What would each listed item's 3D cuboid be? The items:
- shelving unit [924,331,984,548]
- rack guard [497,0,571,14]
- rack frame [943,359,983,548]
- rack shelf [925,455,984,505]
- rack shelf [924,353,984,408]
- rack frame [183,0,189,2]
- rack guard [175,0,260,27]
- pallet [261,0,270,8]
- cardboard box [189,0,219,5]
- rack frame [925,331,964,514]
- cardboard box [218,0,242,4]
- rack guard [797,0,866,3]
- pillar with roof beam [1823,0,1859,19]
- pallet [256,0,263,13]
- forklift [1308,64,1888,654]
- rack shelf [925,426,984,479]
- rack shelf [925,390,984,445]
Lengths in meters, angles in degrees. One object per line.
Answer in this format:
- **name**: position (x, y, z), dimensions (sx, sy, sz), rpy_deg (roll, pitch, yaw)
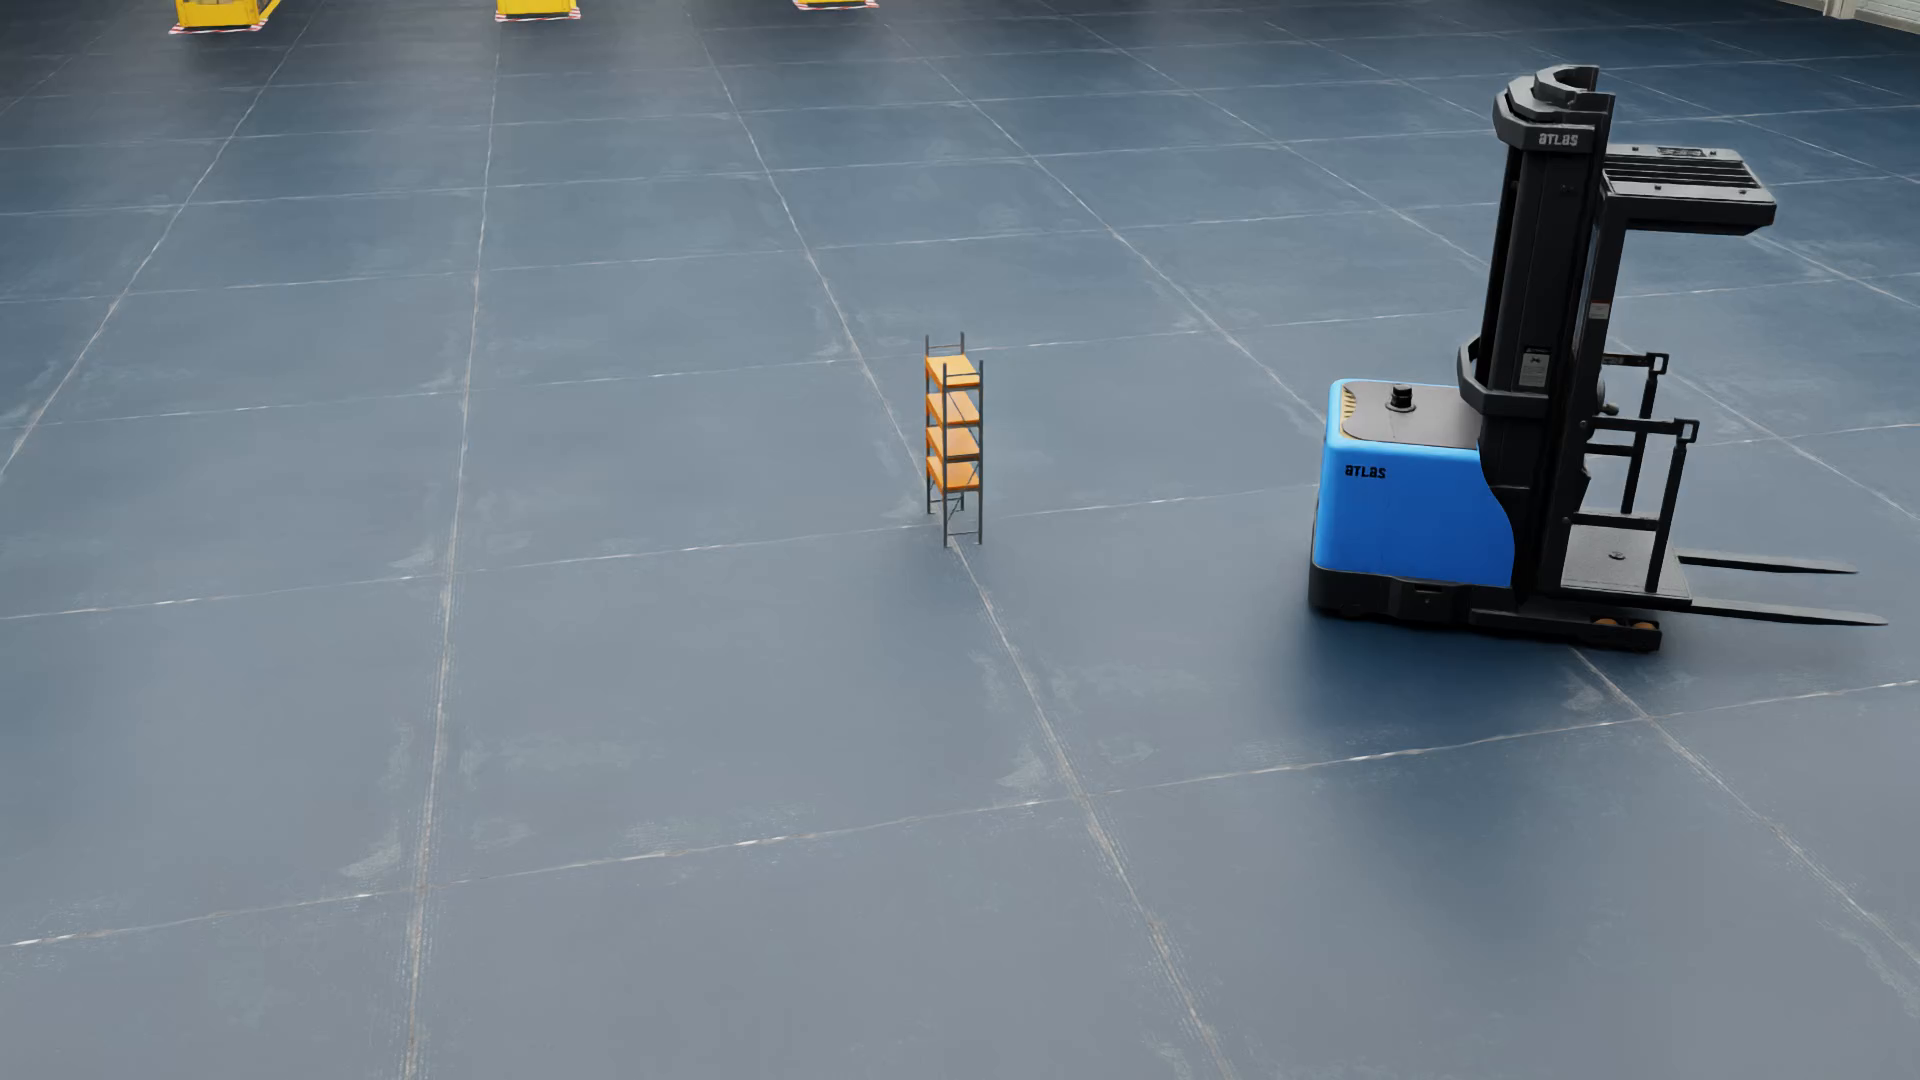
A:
- **shelving unit**: position (-0.037, -0.608, 10.124), dimensions (0.258, 1.200, 0.503), rpy_deg (-6, 27, -12)
- **rack guard**: position (-7.081, -9.026, 27.578), dimensions (1.175, 0.500, 0.348), rpy_deg (-6, 27, -12)
- **rack frame**: position (0.018, -0.501, 9.911), dimensions (0.240, 1.200, 0.015), rpy_deg (-6, 27, -12)
- **rack shelf**: position (-0.037, -0.371, 10.243), dimensions (0.258, 0.148, 0.480), rpy_deg (-6, 27, -12)
- **rack shelf**: position (-0.037, -0.959, 9.947), dimensions (0.258, 0.148, 0.480), rpy_deg (-6, 27, -12)
- **rack frame**: position (-11.845, -9.612, 25.965), dimensions (1.000, 3.000, 0.127), rpy_deg (-6, 27, -12)
- **rack guard**: position (-11.839, -8.486, 26.508), dimensions (1.175, 0.500, 0.348), rpy_deg (-6, 27, -12)
- **pallet**: position (-12.329, -9.233, 28.309), dimensions (1.003, 0.211, 1.213), rpy_deg (-6, 27, -12)
- **cardboard box**: position (-12.254, -8.778, 26.897), dimensions (0.500, 0.250, 0.500), rpy_deg (-6, 27, -12)
- **rack frame**: position (-0.092, -0.715, 10.336), dimensions (0.240, 1.200, 0.015), rpy_deg (-6, 27, -12)
- **cardboard box**: position (-11.749, -8.830, 27.001), dimensions (0.500, 0.250, 0.500), rpy_deg (-6, 27, -12)
- **rack guard**: position (-2.210, -9.534, 28.584), dimensions (1.175, 0.500, 0.348), rpy_deg (-6, 27, -12)
- **pillar with roof beam**: position (10.177, -12.133, 24.301), dimensions (9.100, 9.000, 0.400), rpy_deg (-6, 27, -12)
- **pallet**: position (-12.058, -8.699, 27.250), dimensions (1.003, 0.211, 1.213), rpy_deg (-6, 27, -12)
- **forklift**: position (3.545, -0.955, 8.889), dimensions (3.031, 2.935, 1.130), rpy_deg (6, 27, 11)
- **rack shelf**: position (-0.037, -0.548, 10.154), dimensions (0.258, 0.148, 0.480), rpy_deg (-6, 27, -12)
- **rack shelf**: position (-0.037, -0.748, 10.053), dimensions (0.258, 0.148, 0.480), rpy_deg (-6, 27, -12)
